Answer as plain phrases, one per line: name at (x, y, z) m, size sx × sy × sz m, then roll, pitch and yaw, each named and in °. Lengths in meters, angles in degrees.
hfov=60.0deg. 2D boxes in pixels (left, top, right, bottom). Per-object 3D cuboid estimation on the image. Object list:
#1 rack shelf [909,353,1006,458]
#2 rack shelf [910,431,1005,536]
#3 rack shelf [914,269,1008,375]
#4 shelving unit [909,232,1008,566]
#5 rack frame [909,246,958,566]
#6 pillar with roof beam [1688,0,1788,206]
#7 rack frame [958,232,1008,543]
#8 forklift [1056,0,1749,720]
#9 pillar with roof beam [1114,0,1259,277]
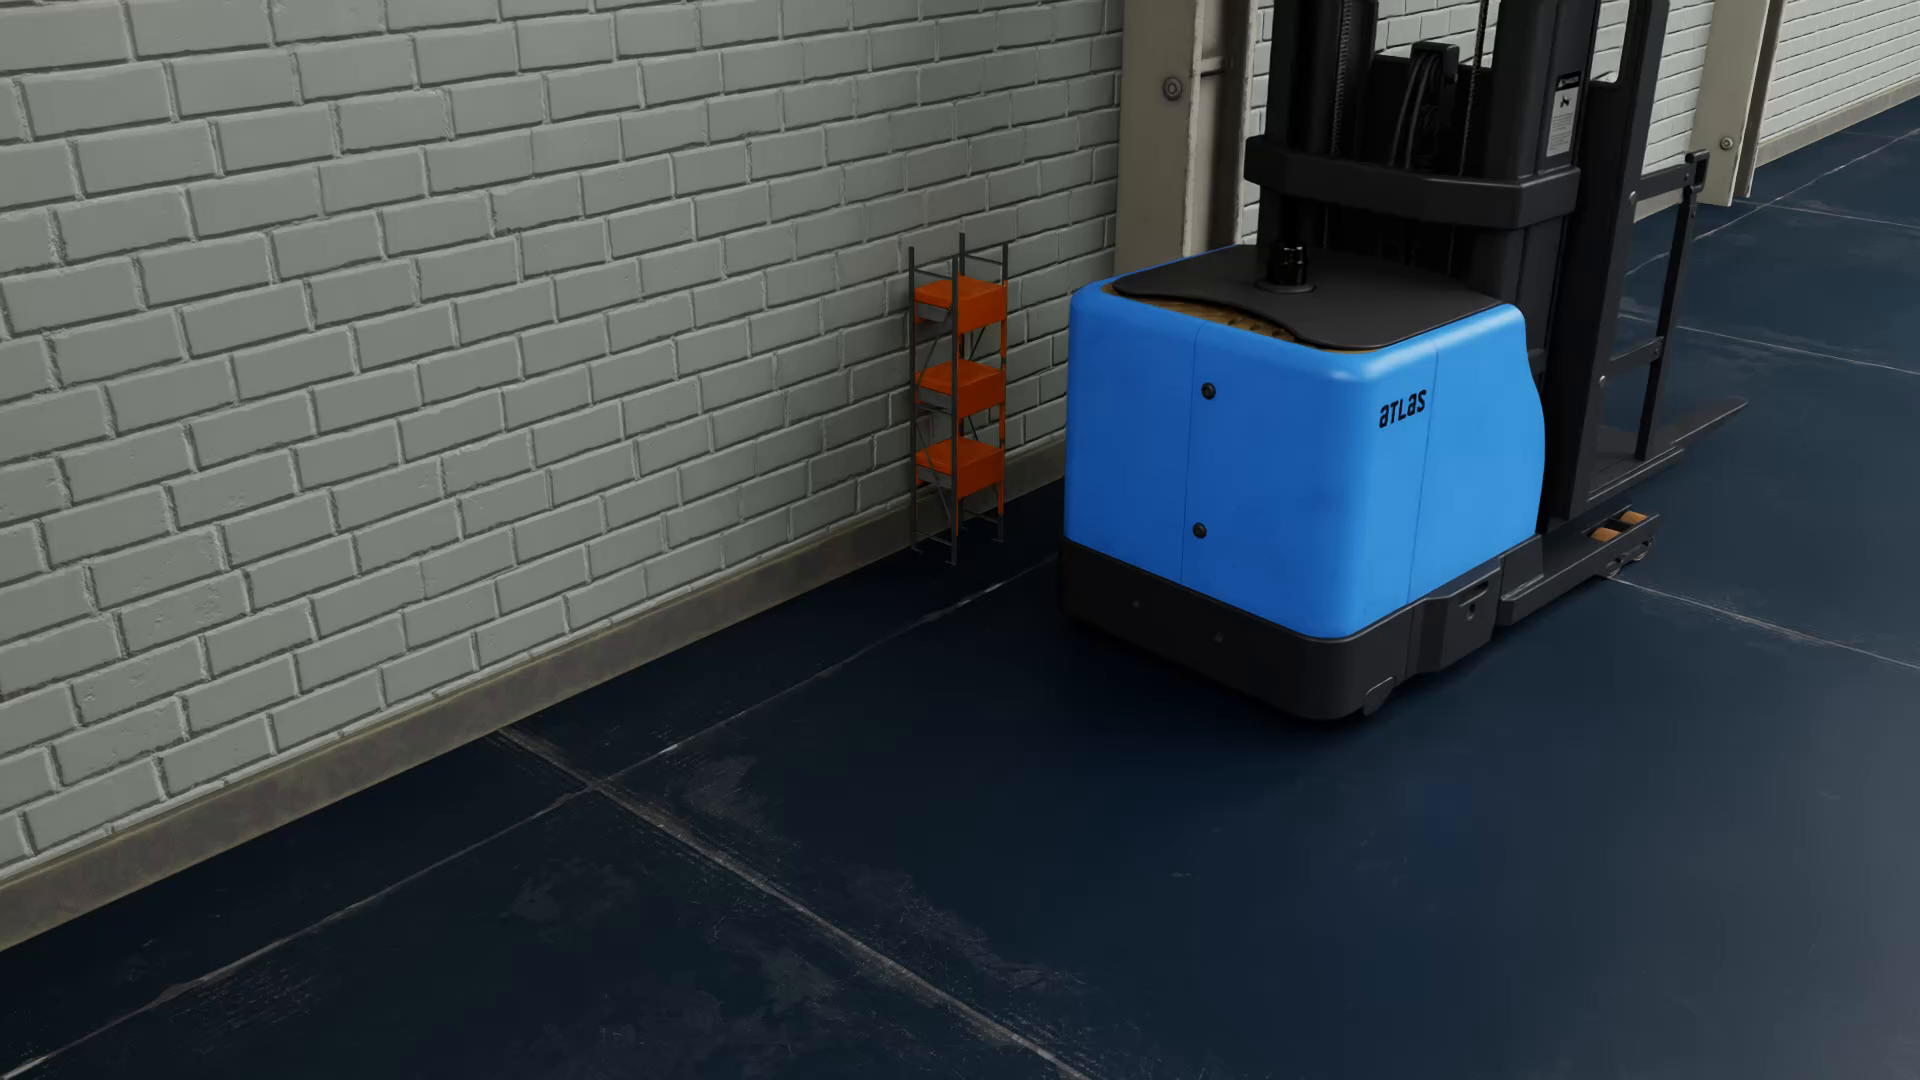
rack shelf at (-0.007, -0.448, 5.489) m, size 0.215 × 0.259 × 0.240 m, roll 20°, pitch 31°, yaw 37°
rack shelf at (-0.008, -0.195, 5.604) m, size 0.215 × 0.259 × 0.240 m, roll 20°, pitch 31°, yaw 37°
rack shelf at (-0.005, -0.706, 5.372) m, size 0.215 × 0.259 × 0.240 m, roll 20°, pitch 31°, yaw 37°
shelving unit at (-0.006, -0.457, 5.485) m, size 0.215 × 1.050 × 0.252 m, roll 20°, pitch 31°, yaw 37°
rack frame at (-0.087, -0.420, 5.401) m, size 0.200 × 1.050 × 0.008 m, roll 20°, pitch 31°, yaw 37°
pillar with roof beam at (8.027, -5.119, 6.167) m, size 9.100 × 9.000 × 0.400 m, roll 20°, pitch 31°, yaw 38°
rack frame at (0.074, -0.495, 5.569) m, size 0.200 × 1.050 × 0.008 m, roll 20°, pitch 31°, yaw 37°
forklift at (1.714, -1.348, 5.175) m, size 3.031 × 2.935 × 1.130 m, roll -21°, pitch 32°, yaw -39°
pillar with roof beam at (4.022, -3.291, 2.090) m, size 9.100 × 9.000 × 0.400 m, roll 20°, pitch 31°, yaw 38°
